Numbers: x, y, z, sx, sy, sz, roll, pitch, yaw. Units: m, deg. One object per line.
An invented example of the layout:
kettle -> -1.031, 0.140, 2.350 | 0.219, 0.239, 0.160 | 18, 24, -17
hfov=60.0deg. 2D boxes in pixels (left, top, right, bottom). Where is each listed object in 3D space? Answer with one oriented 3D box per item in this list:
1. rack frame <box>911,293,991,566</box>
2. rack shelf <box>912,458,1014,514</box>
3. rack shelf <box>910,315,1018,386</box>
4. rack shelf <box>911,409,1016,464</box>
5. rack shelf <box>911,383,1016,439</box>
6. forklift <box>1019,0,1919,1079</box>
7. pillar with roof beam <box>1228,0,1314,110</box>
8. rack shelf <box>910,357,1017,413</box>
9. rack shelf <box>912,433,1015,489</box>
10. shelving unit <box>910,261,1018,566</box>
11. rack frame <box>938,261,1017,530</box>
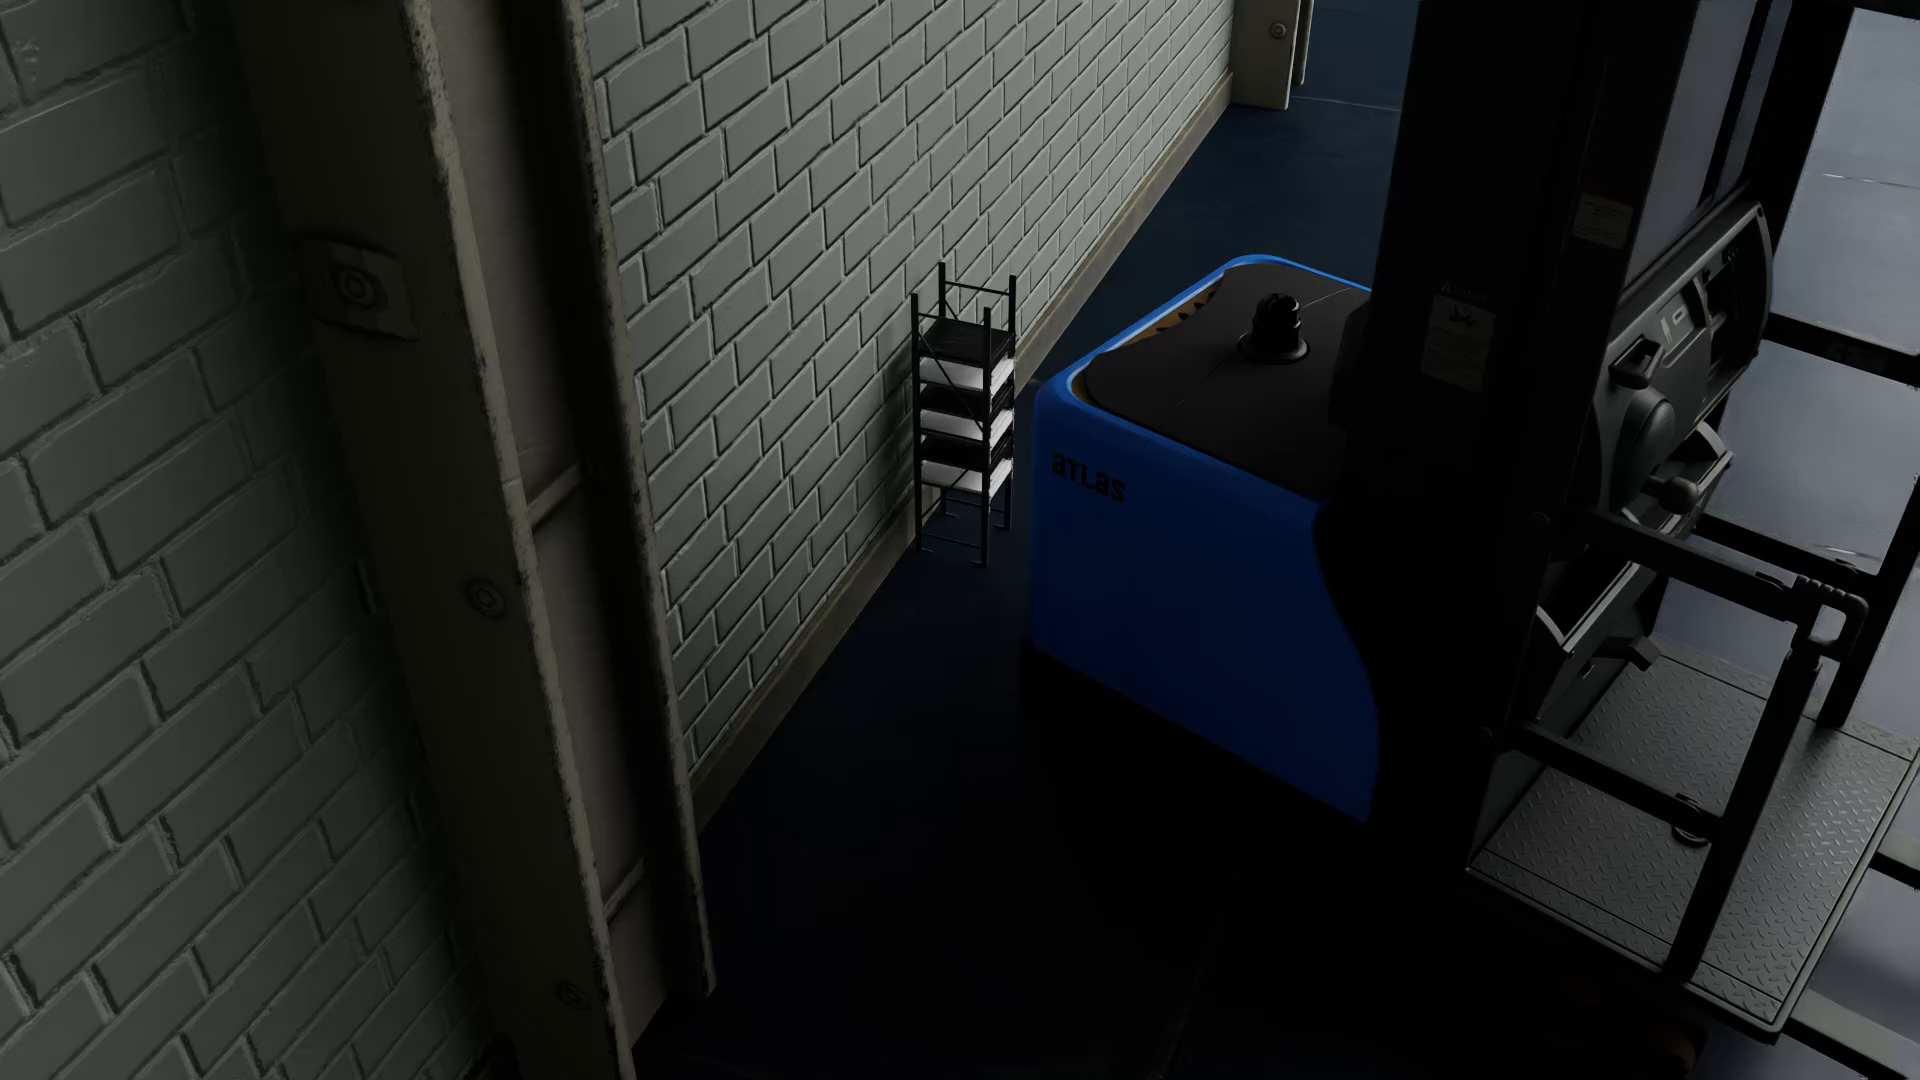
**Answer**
rack frame -> -0.026, -0.307, 4.910 | 0.240, 0.900, 0.006 | 13, 39, 17
rack shelf -> 0.012, -0.193, 5.113 | 0.258, 0.077, 0.200 | 13, 39, 17
rack shelf -> 0.012, -0.554, 4.844 | 0.258, 0.077, 0.200 | 13, 39, 17
rack shelf -> 0.012, -0.337, 5.005 | 0.258, 0.077, 0.200 | 13, 39, 17
rack shelf -> 0.012, -0.409, 4.951 | 0.258, 0.077, 0.200 | 13, 39, 17
forklift -> 1.615, -0.326, 3.238 | 3.031, 2.935, 1.130 | 27, 44, 31
pillar with roof beam -> 5.483, -4.843, 4.212 | 9.100, 9.000, 0.400 | 14, 39, 18
rack shelf -> 0.012, -0.481, 4.898 | 0.258, 0.077, 0.200 | 13, 39, 17
rack shelf -> 0.012, -0.265, 5.059 | 0.258, 0.077, 0.200 | 13, 39, 17
shelving unit -> 0.012, -0.364, 4.985 | 0.258, 0.900, 0.210 | 13, 39, 17
rack frame -> 0.049, -0.421, 5.061 | 0.240, 0.900, 0.006 | 13, 39, 17
